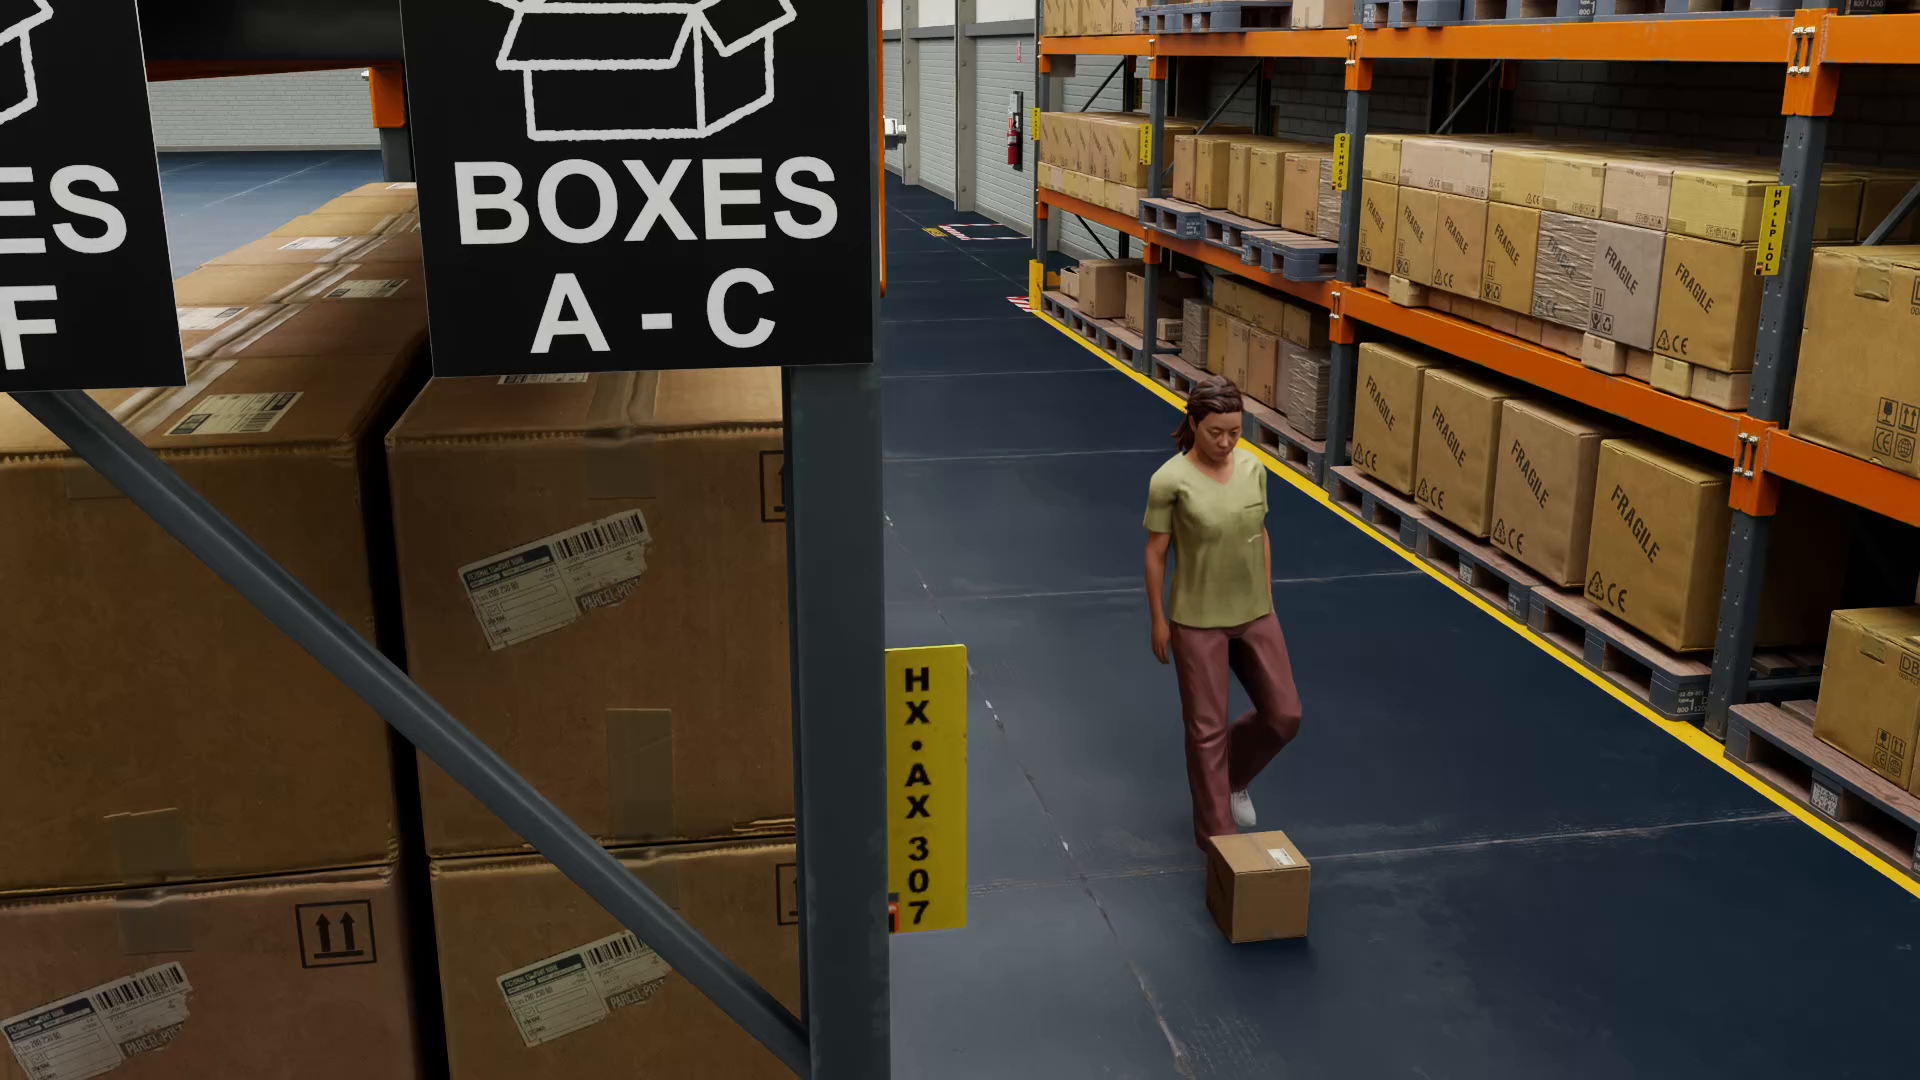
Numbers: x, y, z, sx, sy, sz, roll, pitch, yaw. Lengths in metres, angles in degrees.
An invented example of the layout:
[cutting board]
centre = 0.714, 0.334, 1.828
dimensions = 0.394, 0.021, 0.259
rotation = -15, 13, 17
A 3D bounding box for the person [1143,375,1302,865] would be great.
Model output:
[person]
centre = 0.874, 0.288, 5.513
dimensions = 0.489, 1.654, 0.608
rotation = -5, 17, -17
